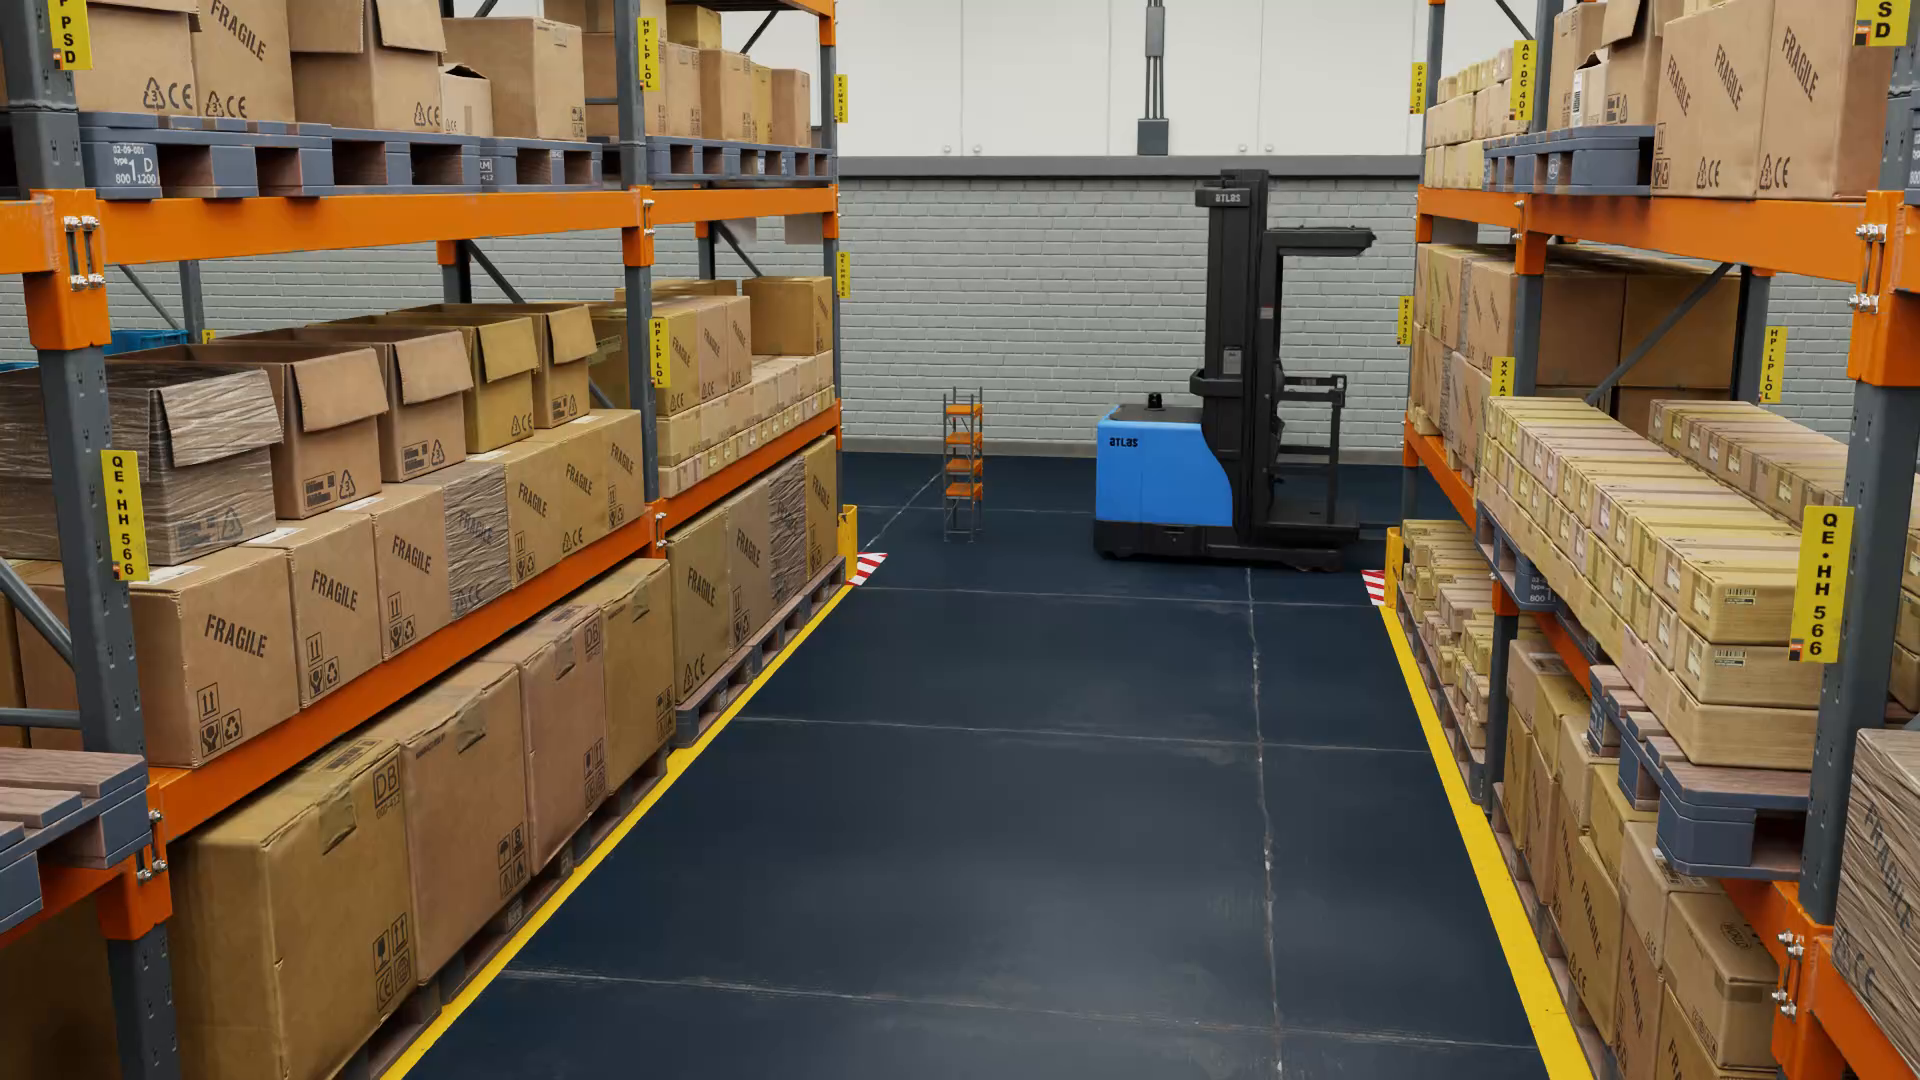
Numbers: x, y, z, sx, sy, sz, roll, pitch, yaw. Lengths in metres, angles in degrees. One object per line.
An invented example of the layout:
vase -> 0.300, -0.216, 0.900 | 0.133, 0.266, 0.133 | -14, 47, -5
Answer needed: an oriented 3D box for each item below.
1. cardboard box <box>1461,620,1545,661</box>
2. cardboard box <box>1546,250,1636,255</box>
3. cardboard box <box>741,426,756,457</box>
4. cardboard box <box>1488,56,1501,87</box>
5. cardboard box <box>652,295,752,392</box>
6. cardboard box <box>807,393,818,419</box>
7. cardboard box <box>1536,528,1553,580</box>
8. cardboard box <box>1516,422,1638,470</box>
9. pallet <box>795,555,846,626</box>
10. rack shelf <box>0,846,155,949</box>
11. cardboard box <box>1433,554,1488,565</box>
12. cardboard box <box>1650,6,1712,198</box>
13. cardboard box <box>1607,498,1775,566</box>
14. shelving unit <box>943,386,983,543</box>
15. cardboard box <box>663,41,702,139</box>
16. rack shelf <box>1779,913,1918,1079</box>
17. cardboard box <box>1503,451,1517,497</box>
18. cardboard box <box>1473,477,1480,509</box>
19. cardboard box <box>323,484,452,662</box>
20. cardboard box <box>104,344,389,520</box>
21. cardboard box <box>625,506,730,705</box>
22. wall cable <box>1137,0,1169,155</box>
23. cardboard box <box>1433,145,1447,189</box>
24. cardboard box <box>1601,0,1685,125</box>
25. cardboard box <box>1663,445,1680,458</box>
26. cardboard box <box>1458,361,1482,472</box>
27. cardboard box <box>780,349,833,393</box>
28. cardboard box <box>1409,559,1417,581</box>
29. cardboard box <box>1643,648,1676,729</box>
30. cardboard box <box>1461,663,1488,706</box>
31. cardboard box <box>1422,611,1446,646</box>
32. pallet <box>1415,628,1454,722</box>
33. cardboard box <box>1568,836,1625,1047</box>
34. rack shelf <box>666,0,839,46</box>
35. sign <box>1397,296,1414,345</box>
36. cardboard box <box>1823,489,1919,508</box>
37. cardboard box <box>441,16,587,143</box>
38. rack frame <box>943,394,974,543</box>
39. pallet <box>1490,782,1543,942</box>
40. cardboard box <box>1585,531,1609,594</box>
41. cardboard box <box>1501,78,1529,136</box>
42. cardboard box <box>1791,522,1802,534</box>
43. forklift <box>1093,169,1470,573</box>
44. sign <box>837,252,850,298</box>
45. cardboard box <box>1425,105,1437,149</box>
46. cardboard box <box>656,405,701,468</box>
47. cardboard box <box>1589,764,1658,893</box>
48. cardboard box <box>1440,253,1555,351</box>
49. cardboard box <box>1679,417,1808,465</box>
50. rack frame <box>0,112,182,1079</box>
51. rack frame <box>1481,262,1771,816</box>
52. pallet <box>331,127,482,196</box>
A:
cardboard box -> 2.738, 0.511, 8.362 | 0.380, 0.149, 0.250 | 2, 12, 8
cardboard box -> 3.551, -1.396, 9.535 | 0.500, 0.500, 0.500 | 3, 12, 12
cardboard box -> -1.403, -0.577, 9.649 | 0.380, 0.149, 0.250 | 2, 12, 9
cardboard box -> 2.840, -2.321, 8.248 | 0.380, 0.149, 0.250 | 1, 12, 6
cardboard box -> -1.491, -1.120, 9.442 | 0.500, 0.500, 0.500 | 1, 12, 7
cardboard box -> -1.168, -0.898, 11.136 | 0.380, 0.149, 0.250 | 2, 12, 9
cardboard box -> 2.199, 0.059, 5.700 | 0.380, 0.149, 0.250 | 2, 12, 8
cardboard box -> 2.275, -0.341, 6.141 | 0.380, 0.149, 0.250 | 2, 12, 8
pallet -> -1.406, 0.320, 11.508 | 1.003, 0.211, 1.213 | 2, 12, 9
rack shelf -> -2.899, 1.221, 2.415 | 1.077, 0.370, 4.000 | 2, 12, 9
cardboard box -> 3.011, 0.186, 9.866 | 0.380, 0.149, 0.250 | 2, 12, 11
cardboard box -> 2.276, -1.216, 4.658 | 0.500, 0.500, 0.500 | 2, 12, 9
cardboard box -> 2.035, -0.018, 4.643 | 0.380, 0.149, 0.250 | 2, 12, 10
shelving unit -> 0.025, -0.621, 13.527 | 0.258, 1.200, 0.503 | 2, 12, 9
cardboard box -> -1.828, -2.426, 9.037 | 0.700, 0.500, 0.500 | 3, 12, 12
rack shelf -> 1.987, 1.403, 1.571 | 1.077, 0.370, 4.000 | 2, 12, 9
cardboard box -> 2.317, -0.251, 6.431 | 0.380, 0.149, 0.250 | 2, 12, 10
cardboard box -> 2.654, -0.199, 7.894 | 0.380, 0.149, 0.250 | 2, 12, 7
cardboard box -> -2.095, 0.098, 5.683 | 0.500, 0.500, 0.500 | 2, 12, 8
cardboard box -> -2.360, -0.373, 5.487 | 0.797, 0.503, 0.637 | 2, 12, 10
cardboard box -> -1.795, 0.319, 8.939 | 0.875, 0.875, 0.875 | 2, 12, 9
wall cable -> 2.915, -6.783, 15.971 | 2.277, 5.999, 0.120 | 2, 12, 9
cardboard box -> 3.118, -2.229, 9.951 | 0.500, 0.250, 0.500 | 2, 12, 10
cardboard box -> 2.542, -1.603, 5.448 | 0.797, 0.503, 0.637 | 2, 12, 8
cardboard box -> 3.004, -0.282, 6.573 | 0.380, 0.149, 0.250 | 2, 12, 9
cardboard box -> 2.786, -0.610, 8.260 | 0.500, 0.500, 0.500 | 2, 12, 7
cardboard box -> -1.173, -1.175, 11.475 | 0.500, 0.250, 0.500 | 2, 12, 8
cardboard box -> 3.093, 0.168, 10.656 | 0.380, 0.149, 0.250 | 2, 12, 8
cardboard box -> 1.956, 0.383, 4.195 | 0.380, 0.149, 0.250 | 2, 12, 8
cardboard box -> 2.673, 0.713, 8.131 | 0.380, 0.149, 0.250 | 1, 12, 6
cardboard box -> 2.920, 0.521, 9.728 | 0.380, 0.149, 0.250 | 1, 12, 6
pallet -> 3.163, 0.770, 9.421 | 1.003, 0.211, 1.213 | 2, 12, 9
cardboard box -> 2.286, 1.288, 5.336 | 0.500, 0.500, 0.500 | 1, 12, 6
rack shelf -> -1.668, -3.181, 9.552 | 1.077, 0.370, 4.000 | 2, 12, 9
sign -> 2.989, -1.471, 11.145 | 0.100, 0.325, 0.005 | 2, 12, 9
cardboard box -> 2.719, -0.047, 4.778 | 0.380, 0.149, 0.250 | 2, 12, 11
cardboard box -> -2.055, -1.979, 7.202 | 0.700, 0.500, 0.500 | 2, 12, 10
rack frame -> -0.012, -0.570, 13.291 | 0.240, 1.200, 0.015 | 2, 12, 9
pallet -> 2.791, 1.327, 6.833 | 1.003, 0.211, 1.213 | 2, 12, 9
cardboard box -> 2.077, 0.075, 4.918 | 0.380, 0.149, 0.250 | 2, 12, 8
cardboard box -> 2.729, -1.940, 7.422 | 0.500, 0.250, 0.500 | 1, 12, 6
cardboard box -> 2.764, 0.045, 5.059 | 0.380, 0.149, 0.250 | 2, 12, 8
forklift -> 2.604, -1.314, 12.634 | 3.031, 2.935, 1.130 | 3, 12, 13
sign -> -0.827, -1.874, 11.756 | 0.100, 0.325, 0.005 | 2, 12, 9
cardboard box -> 3.199, -2.583, 10.407 | 0.500, 0.250, 0.500 | 2, 12, 10
cardboard box -> -1.645, -0.541, 8.533 | 0.500, 0.250, 0.500 | 2, 12, 8
cardboard box -> 2.301, 0.923, 5.245 | 0.500, 0.250, 0.500 | 2, 12, 10
cardboard box -> 2.945, -1.310, 9.134 | 0.500, 0.500, 0.500 | 1, 12, 7
cardboard box -> 2.959, -0.372, 6.285 | 0.380, 0.149, 0.250 | 1, 12, 7
rack frame -> -2.591, 0.453, 4.271 | 1.000, 3.000, 0.127 | 2, 12, 9
rack frame -> 2.910, -0.198, 7.291 | 1.000, 3.000, 0.127 | 2, 12, 9
pallet -> -2.375, -1.290, 5.685 | 1.003, 0.211, 1.213 | 2, 12, 11
